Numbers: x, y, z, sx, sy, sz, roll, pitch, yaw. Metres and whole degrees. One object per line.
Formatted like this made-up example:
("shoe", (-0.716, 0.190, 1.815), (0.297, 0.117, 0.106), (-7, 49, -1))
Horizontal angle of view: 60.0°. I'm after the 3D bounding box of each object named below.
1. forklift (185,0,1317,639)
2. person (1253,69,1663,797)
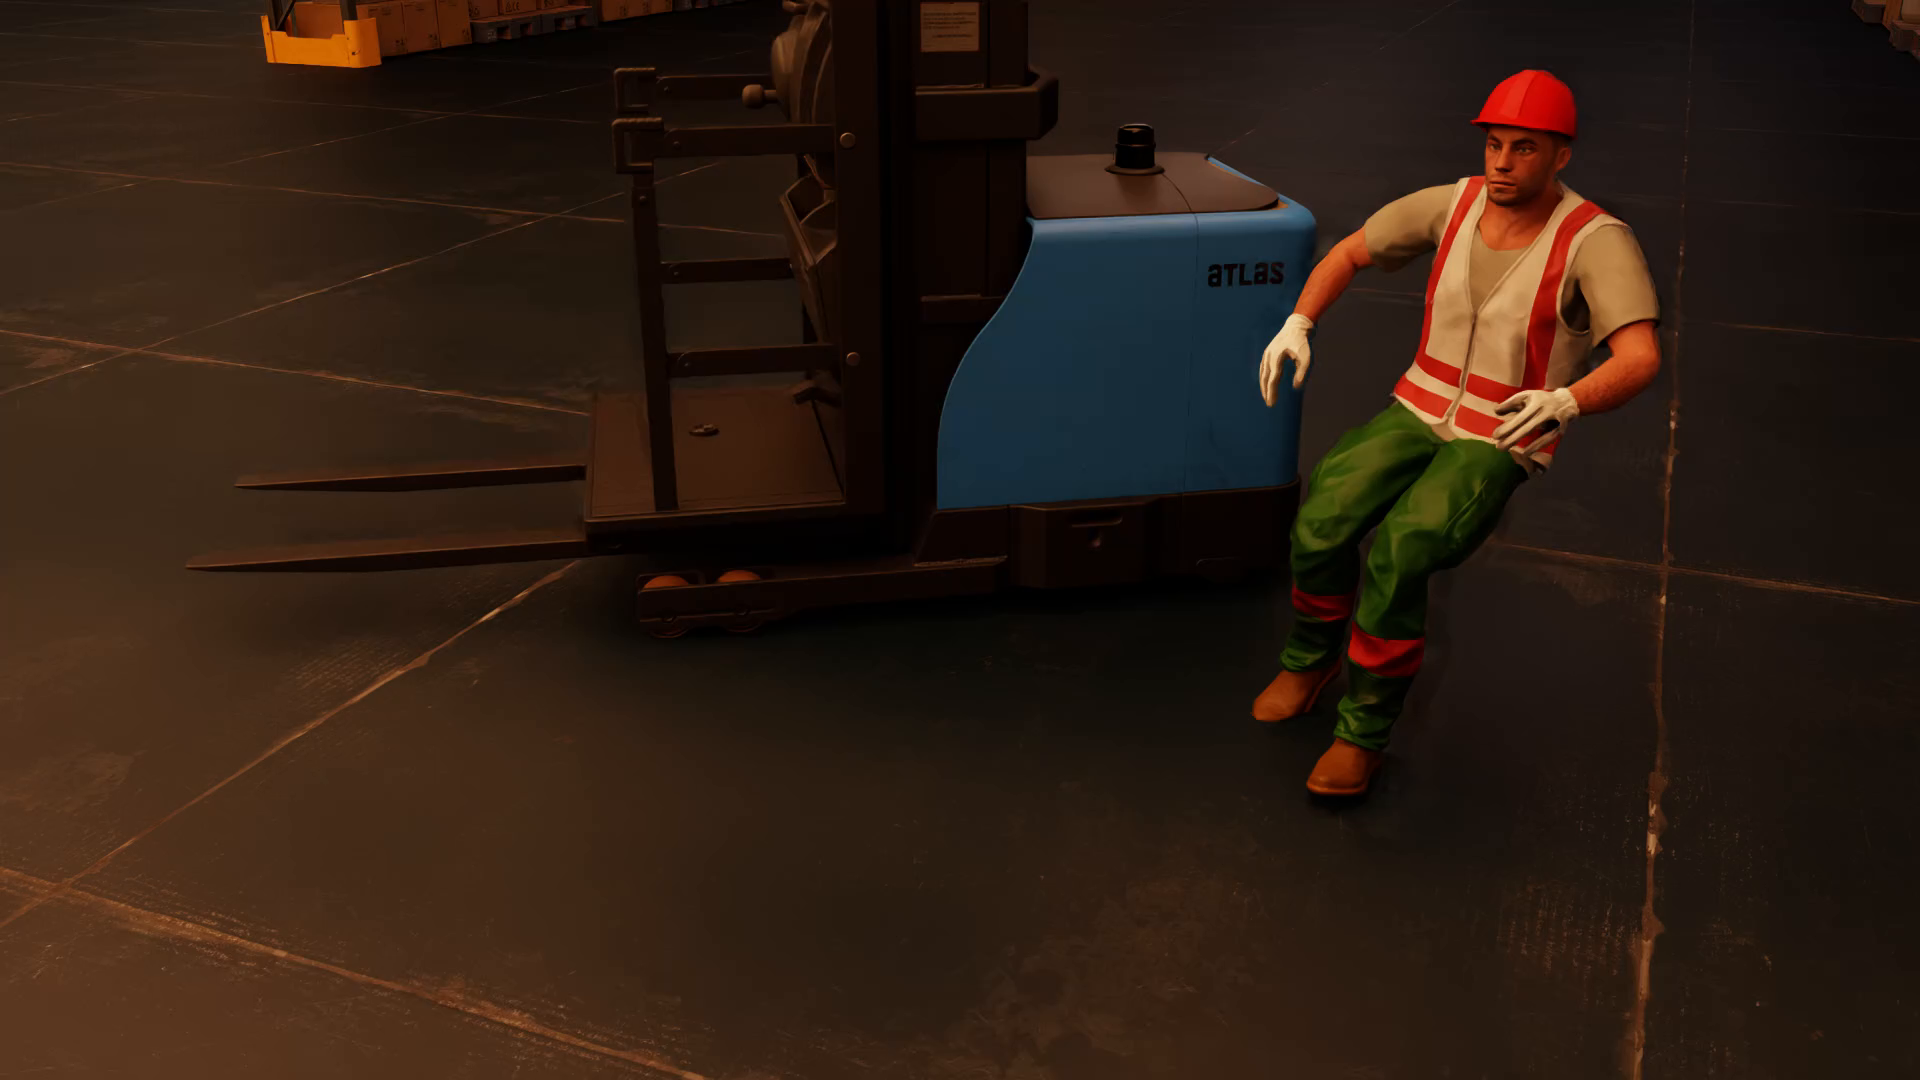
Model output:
("forklift", (-0.600, -1.309, 4.423), (3.031, 2.935, 1.130), (-4, 23, -10))
("person", (1.034, -0.229, 3.703), (0.870, 1.555, 0.877), (18, 29, 36))
